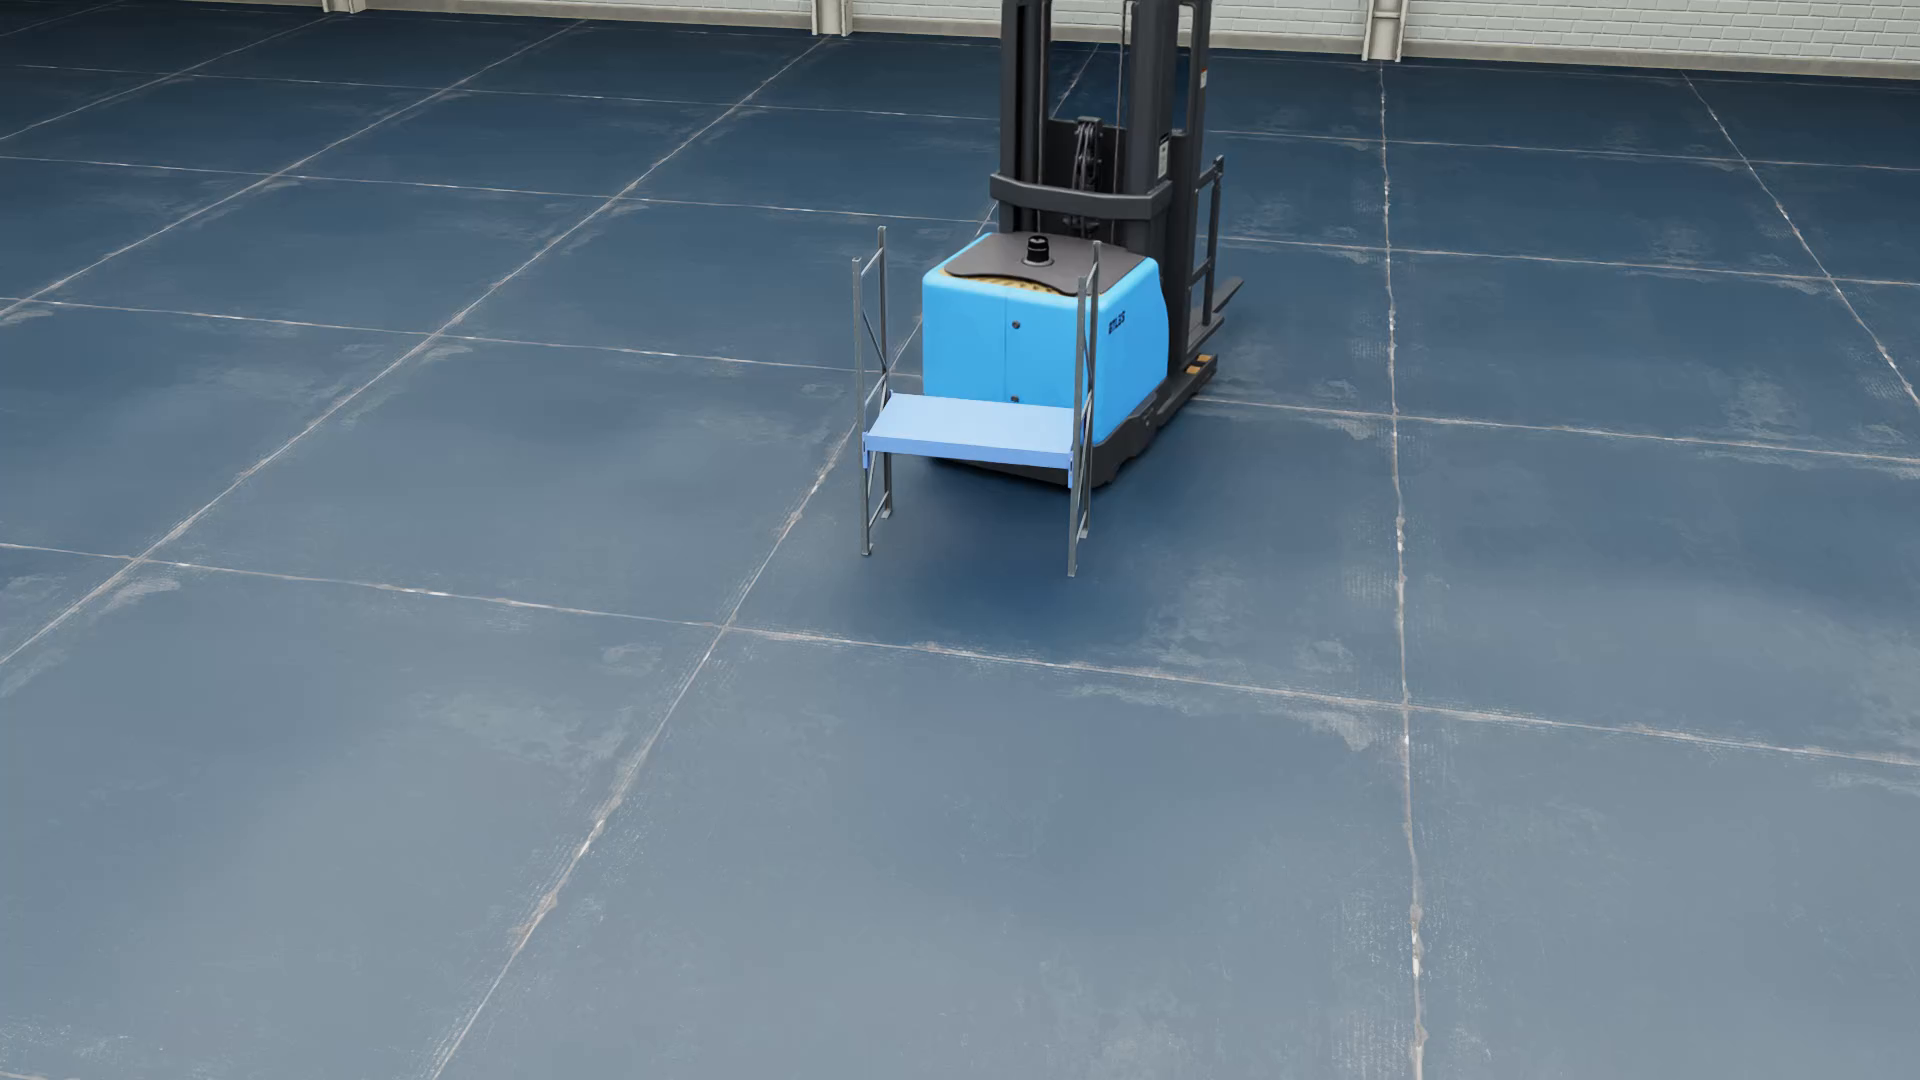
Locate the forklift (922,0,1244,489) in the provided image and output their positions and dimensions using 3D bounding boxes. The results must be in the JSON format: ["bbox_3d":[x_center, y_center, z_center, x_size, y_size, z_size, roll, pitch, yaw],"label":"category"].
[{"bbox_3d":[0.895,-2.232,9.275,1.130,2.935,3.031,13,31,23],"label":"forklift"}]

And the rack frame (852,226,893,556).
[{"bbox_3d":[-0.414,-0.700,7.967,0.032,1.500,0.500,6,29,11],"label":"rack frame"}]

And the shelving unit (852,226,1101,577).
[{"bbox_3d":[0.083,-0.649,7.874,1.048,1.500,0.538,6,29,11],"label":"shelving unit"}]

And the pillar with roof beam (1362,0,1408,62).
[{"bbox_3d":[3.543,-7.014,11.690,0.400,9.000,9.100,6,29,11],"label":"pillar with roof beam"}]

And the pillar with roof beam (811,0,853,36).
[{"bbox_3d":[-2.325,-7.615,12.789,0.400,9.000,9.100,6,29,11],"label":"pillar with roof beam"}]

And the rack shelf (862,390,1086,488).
[{"bbox_3d":[0.083,-0.492,7.961,1.000,0.185,0.538,6,29,11],"label":"rack shelf"}]

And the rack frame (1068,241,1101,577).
[{"bbox_3d":[0.581,-0.598,7.781,0.032,1.500,0.500,6,29,11],"label":"rack frame"}]

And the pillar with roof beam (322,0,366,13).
[{"bbox_3d":[-8.193,-8.217,13.888,0.400,9.000,9.100,6,29,11],"label":"pillar with roof beam"}]
